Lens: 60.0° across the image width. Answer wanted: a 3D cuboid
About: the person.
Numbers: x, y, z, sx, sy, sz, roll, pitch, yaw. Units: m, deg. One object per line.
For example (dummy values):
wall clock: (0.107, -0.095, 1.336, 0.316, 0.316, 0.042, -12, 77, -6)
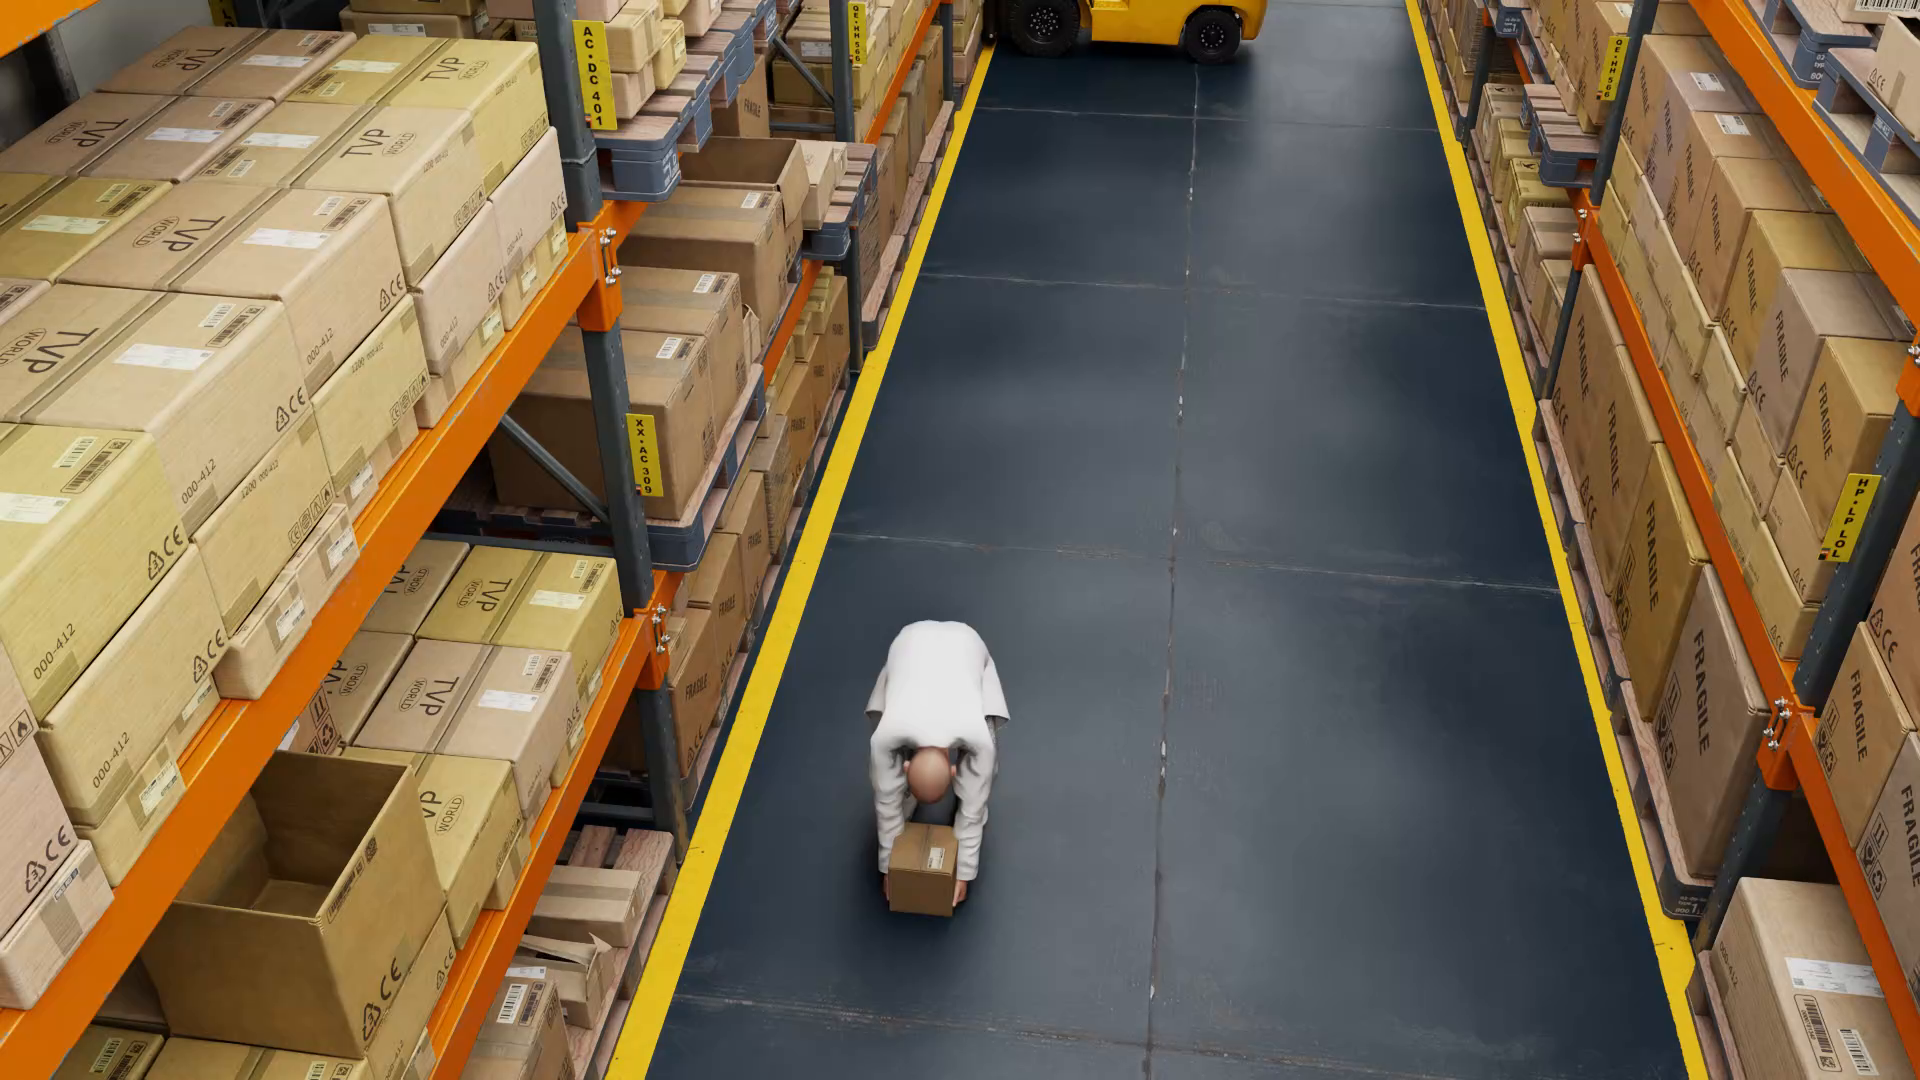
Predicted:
person: (-0.119, 0.852, 6.663, 0.559, 0.886, 0.953, 3, 36, 4)
